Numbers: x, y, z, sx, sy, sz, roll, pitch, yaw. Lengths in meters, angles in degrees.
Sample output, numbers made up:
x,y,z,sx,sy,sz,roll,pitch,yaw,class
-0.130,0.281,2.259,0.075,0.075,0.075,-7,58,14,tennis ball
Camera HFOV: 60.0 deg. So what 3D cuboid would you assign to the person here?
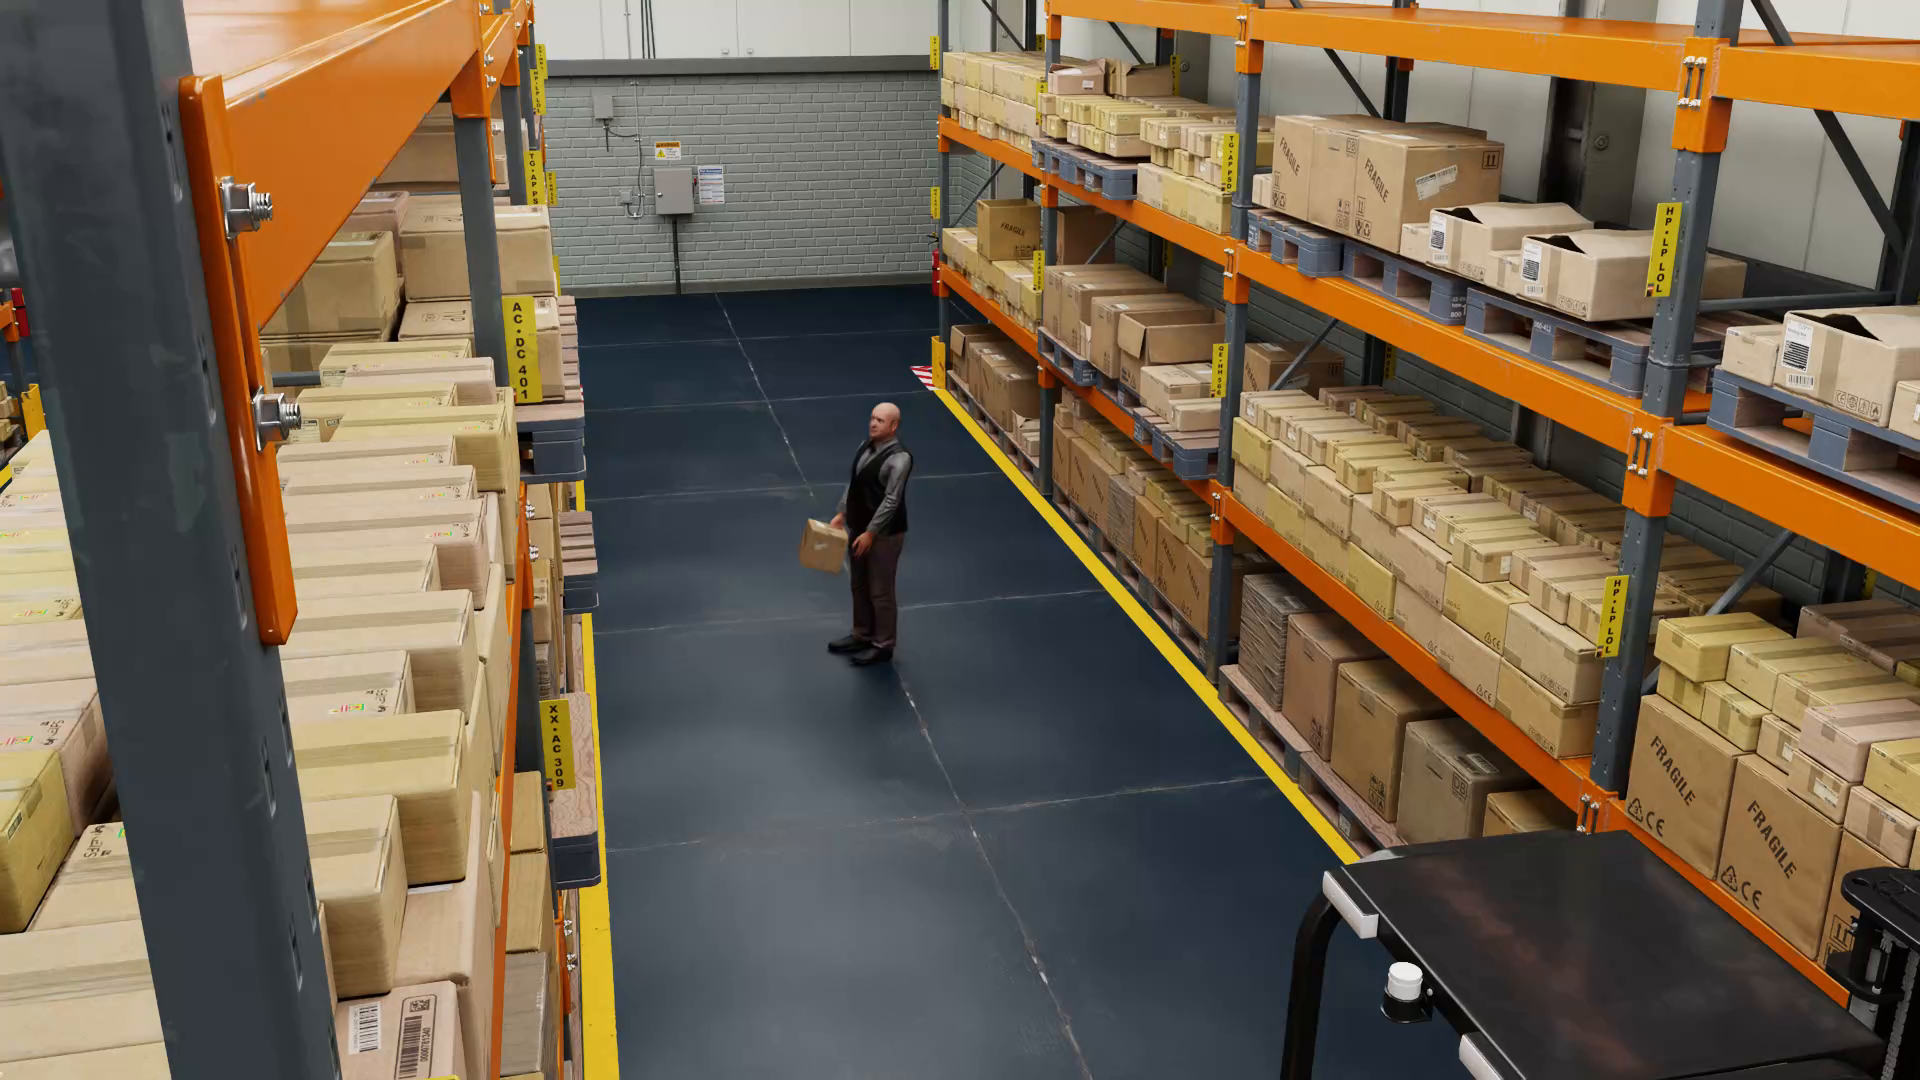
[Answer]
x,y,z,sx,sy,sz,roll,pitch,yaw,class
-0.582,-0.041,10.700,0.469,1.726,0.574,-11,22,-29,person
